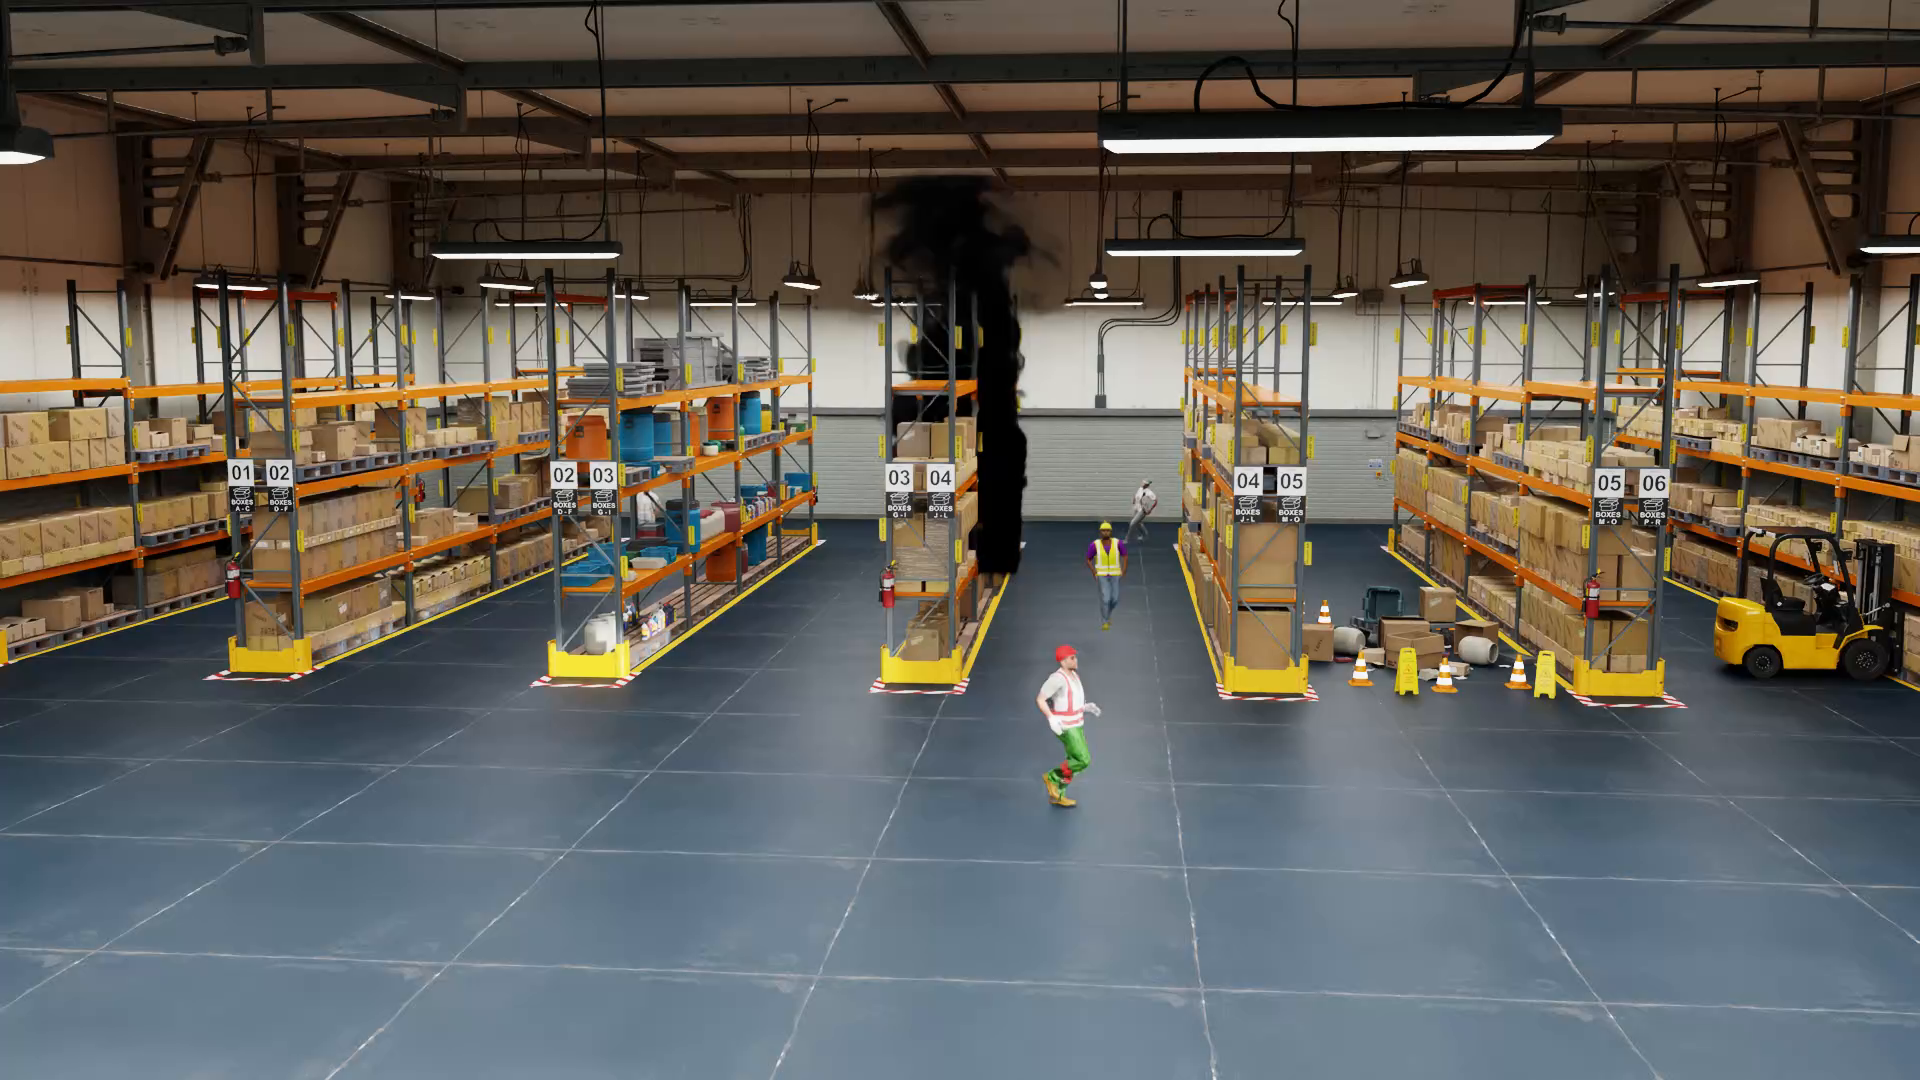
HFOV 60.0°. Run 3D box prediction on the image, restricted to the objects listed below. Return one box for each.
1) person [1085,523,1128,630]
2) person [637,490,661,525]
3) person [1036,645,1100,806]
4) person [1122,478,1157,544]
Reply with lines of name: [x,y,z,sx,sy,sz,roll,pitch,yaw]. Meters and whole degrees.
person: [2.390,0.582,26.998,0.698,1.740,0.500,0,7,-2]
person: [-7.230,-0.508,38.305,0.661,1.726,0.605,0,7,-2]
person: [1.195,1.986,17.731,0.577,1.740,0.650,4,8,27]
person: [4.295,-0.722,40.497,0.870,1.616,0.765,-1,7,-9]
